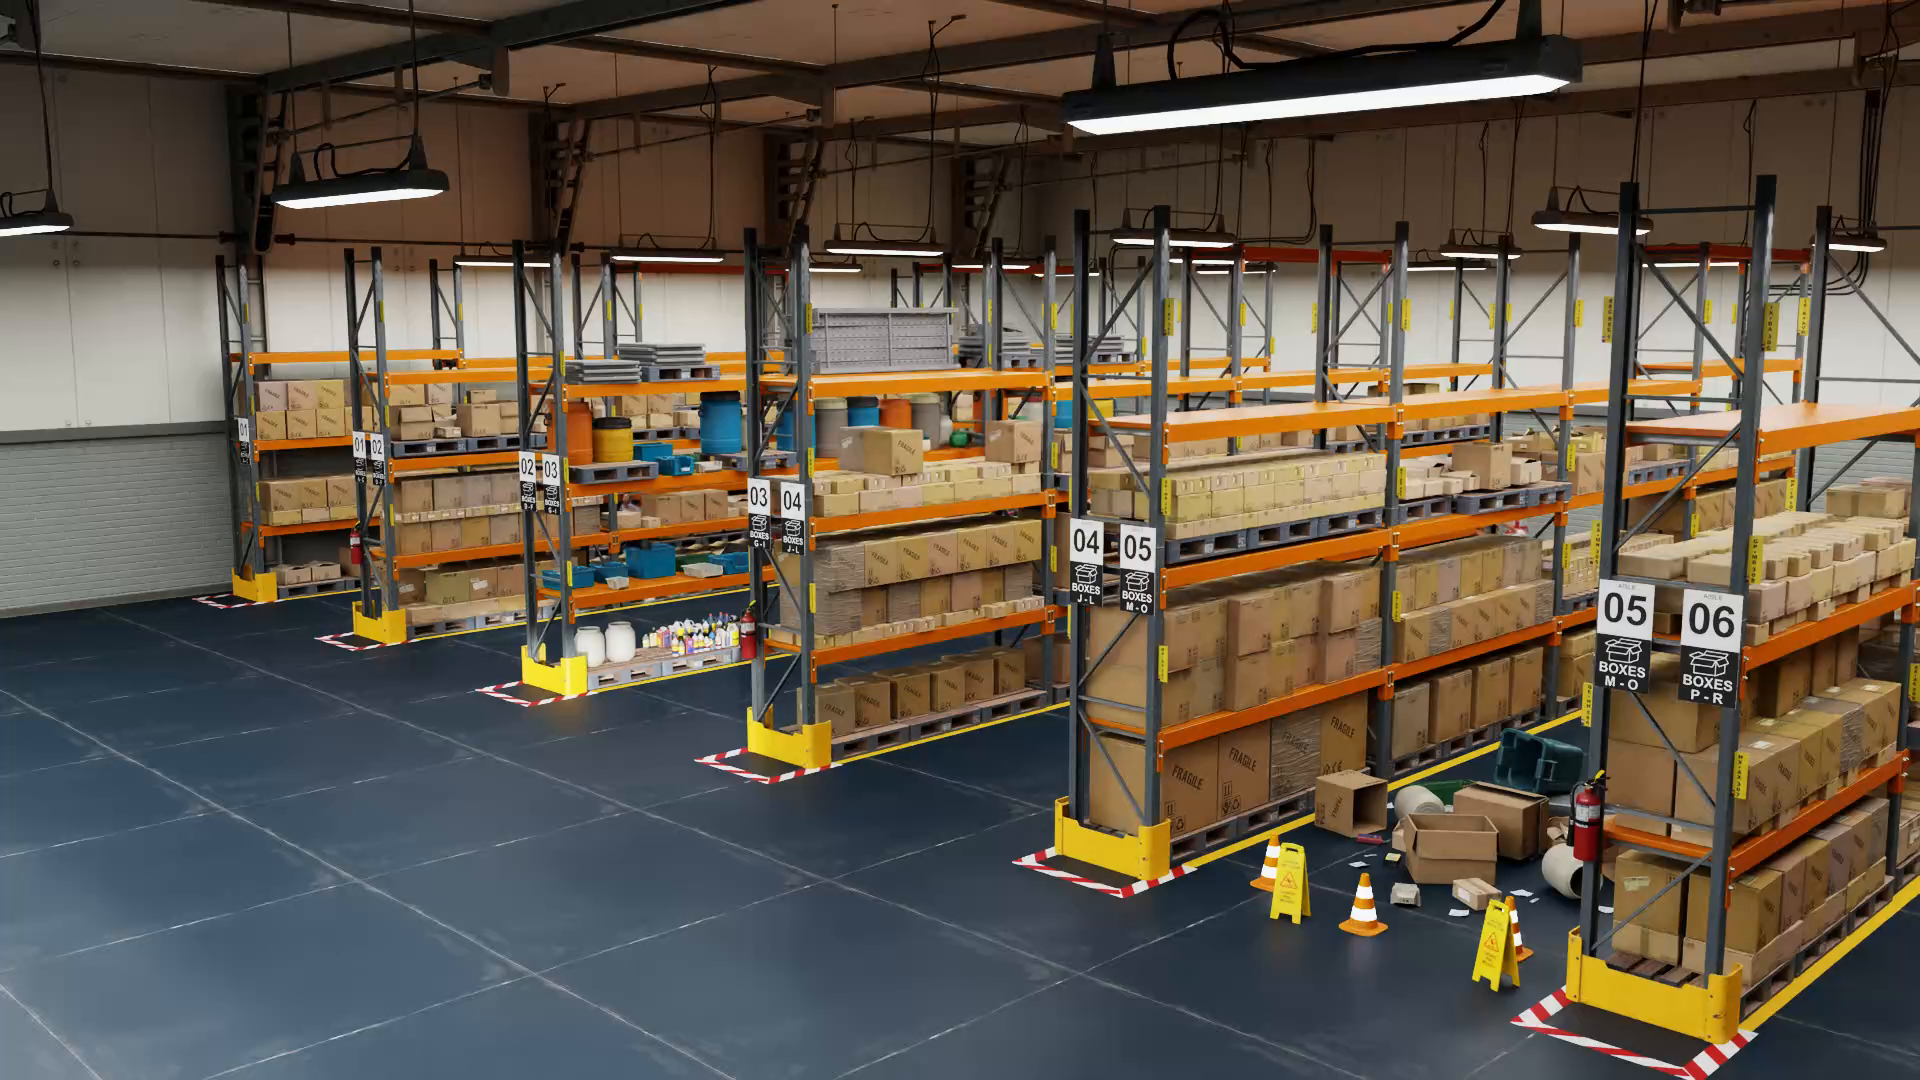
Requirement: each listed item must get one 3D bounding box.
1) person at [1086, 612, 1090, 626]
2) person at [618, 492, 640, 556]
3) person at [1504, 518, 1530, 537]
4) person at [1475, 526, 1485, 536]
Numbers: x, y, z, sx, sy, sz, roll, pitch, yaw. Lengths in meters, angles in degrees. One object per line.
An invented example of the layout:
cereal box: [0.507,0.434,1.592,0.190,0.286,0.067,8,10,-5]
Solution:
person: [1.991,0.473,25.287,0.755,1.838,0.635,-7,11,-42]
person: [-6.322,-0.104,31.516,0.583,1.619,0.637,4,9,27]
person: [10.312,-0.056,30.715,0.674,1.771,0.653,-6,10,-35]
person: [8.096,0.607,25.978,0.620,1.824,0.705,6,10,36]
